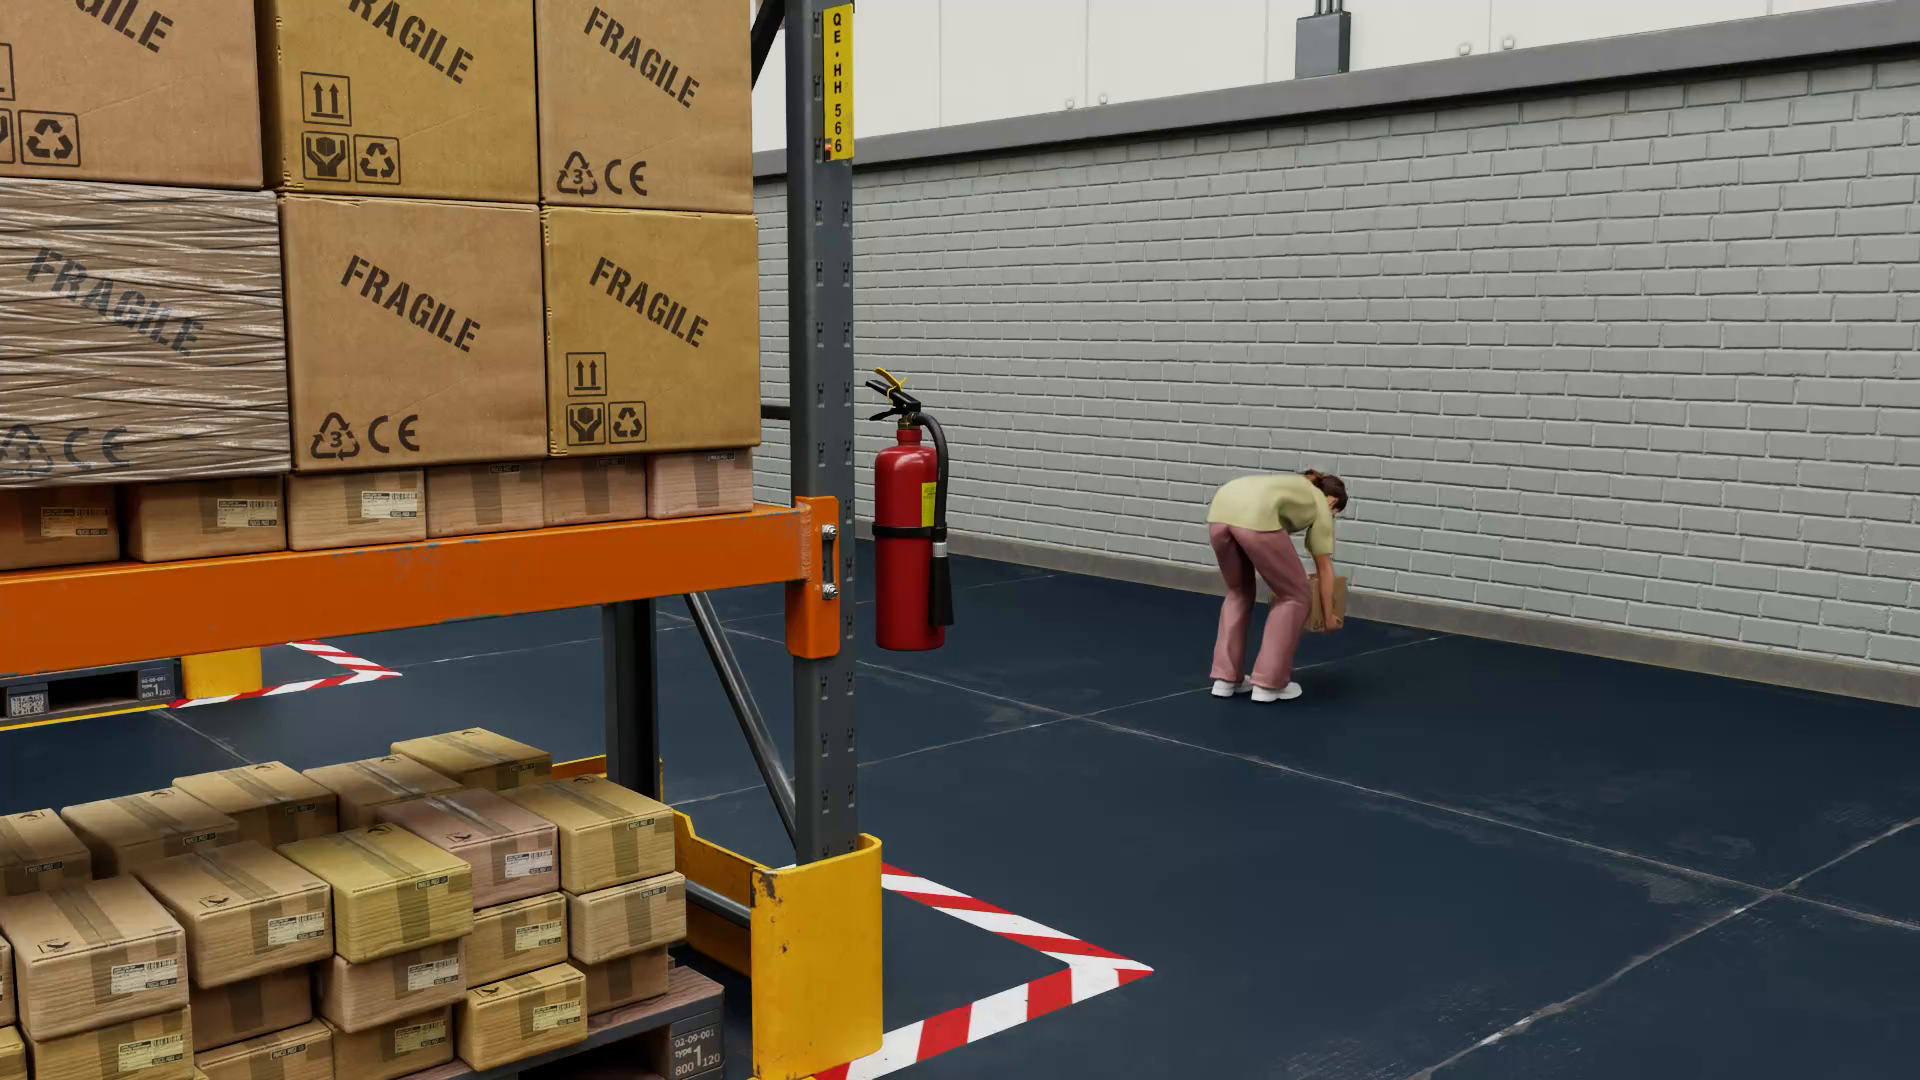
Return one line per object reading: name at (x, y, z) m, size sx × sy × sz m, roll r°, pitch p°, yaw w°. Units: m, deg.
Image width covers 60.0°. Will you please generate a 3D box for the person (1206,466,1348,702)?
person at (1.507, 0.197, 7.752) m, size 0.872 × 1.036 × 0.409 m, roll -7°, pitch 10°, yaw -43°
